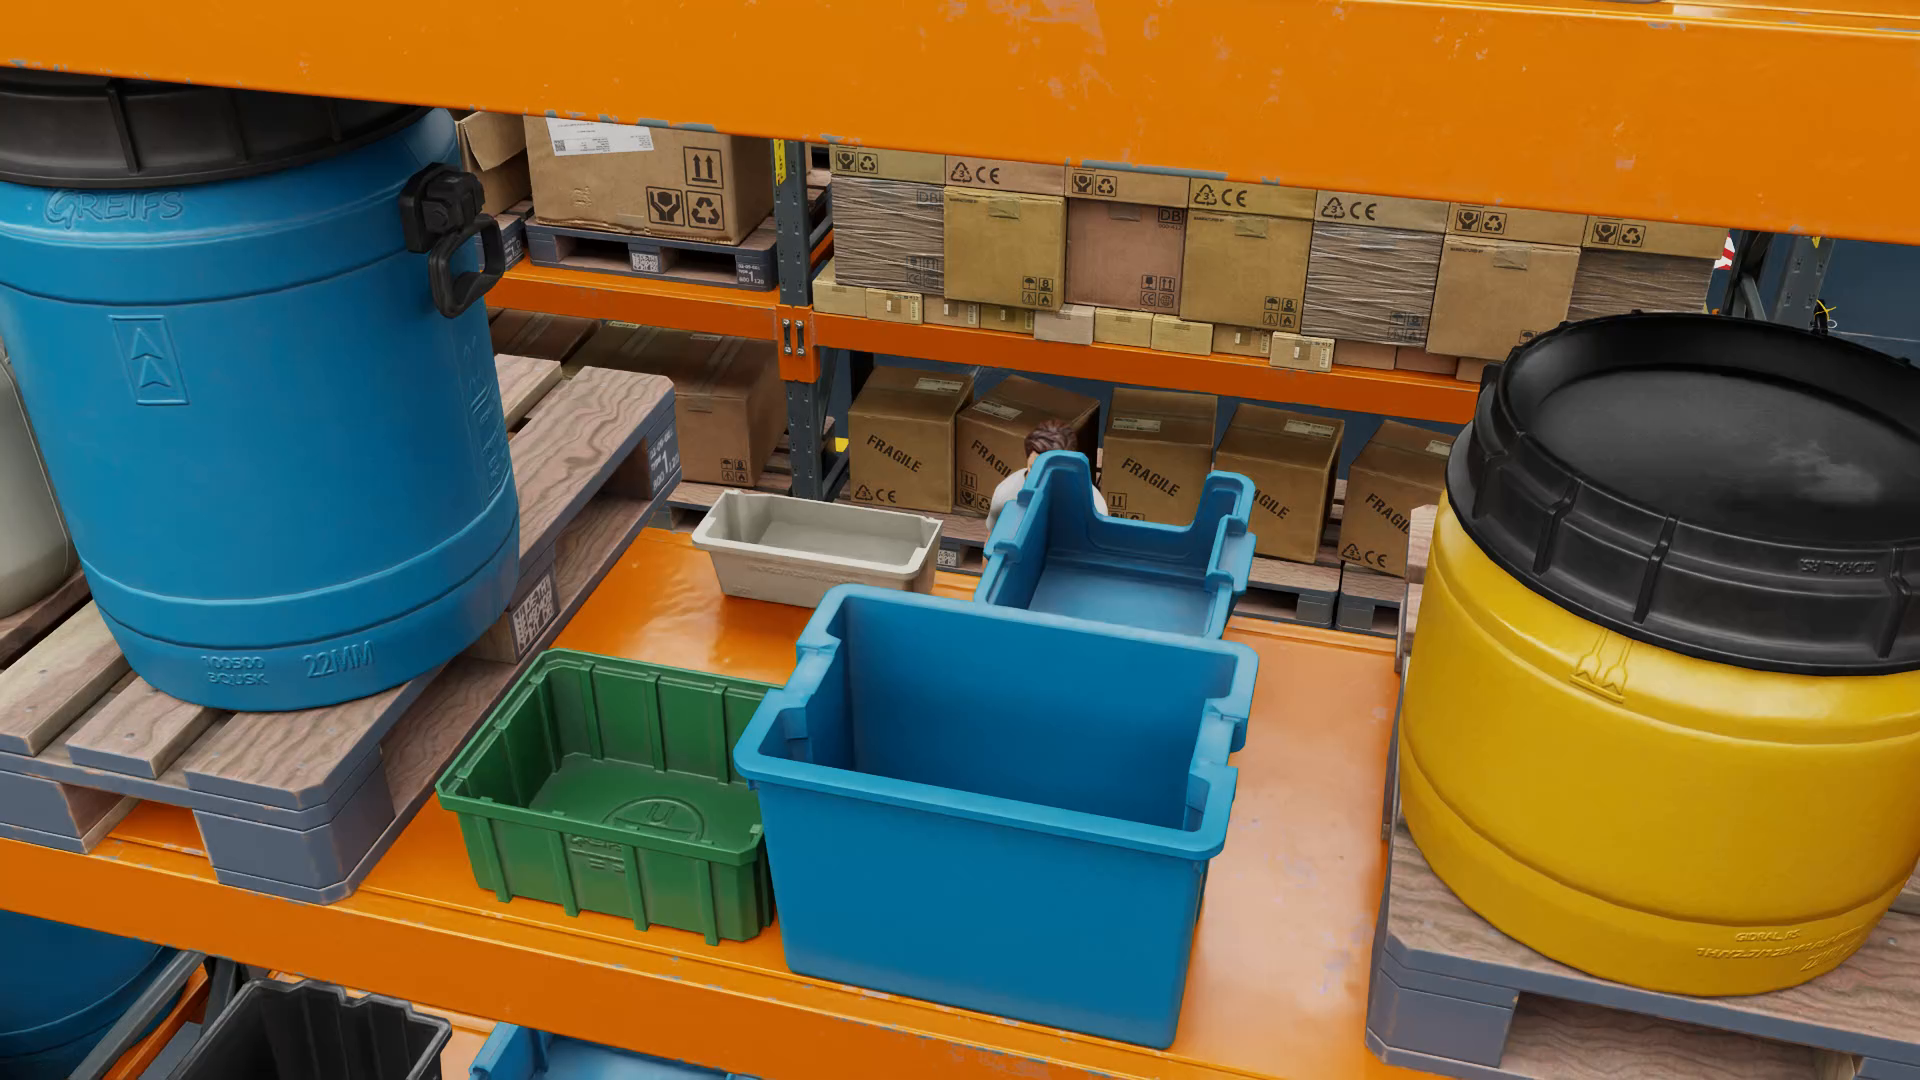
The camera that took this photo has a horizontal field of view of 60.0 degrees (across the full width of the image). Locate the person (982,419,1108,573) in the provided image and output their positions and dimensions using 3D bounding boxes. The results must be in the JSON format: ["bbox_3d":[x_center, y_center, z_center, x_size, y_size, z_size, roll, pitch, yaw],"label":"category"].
[{"bbox_3d":[0.304,0.283,6.204,0.485,1.672,0.411,8,34,12],"label":"person"}]
